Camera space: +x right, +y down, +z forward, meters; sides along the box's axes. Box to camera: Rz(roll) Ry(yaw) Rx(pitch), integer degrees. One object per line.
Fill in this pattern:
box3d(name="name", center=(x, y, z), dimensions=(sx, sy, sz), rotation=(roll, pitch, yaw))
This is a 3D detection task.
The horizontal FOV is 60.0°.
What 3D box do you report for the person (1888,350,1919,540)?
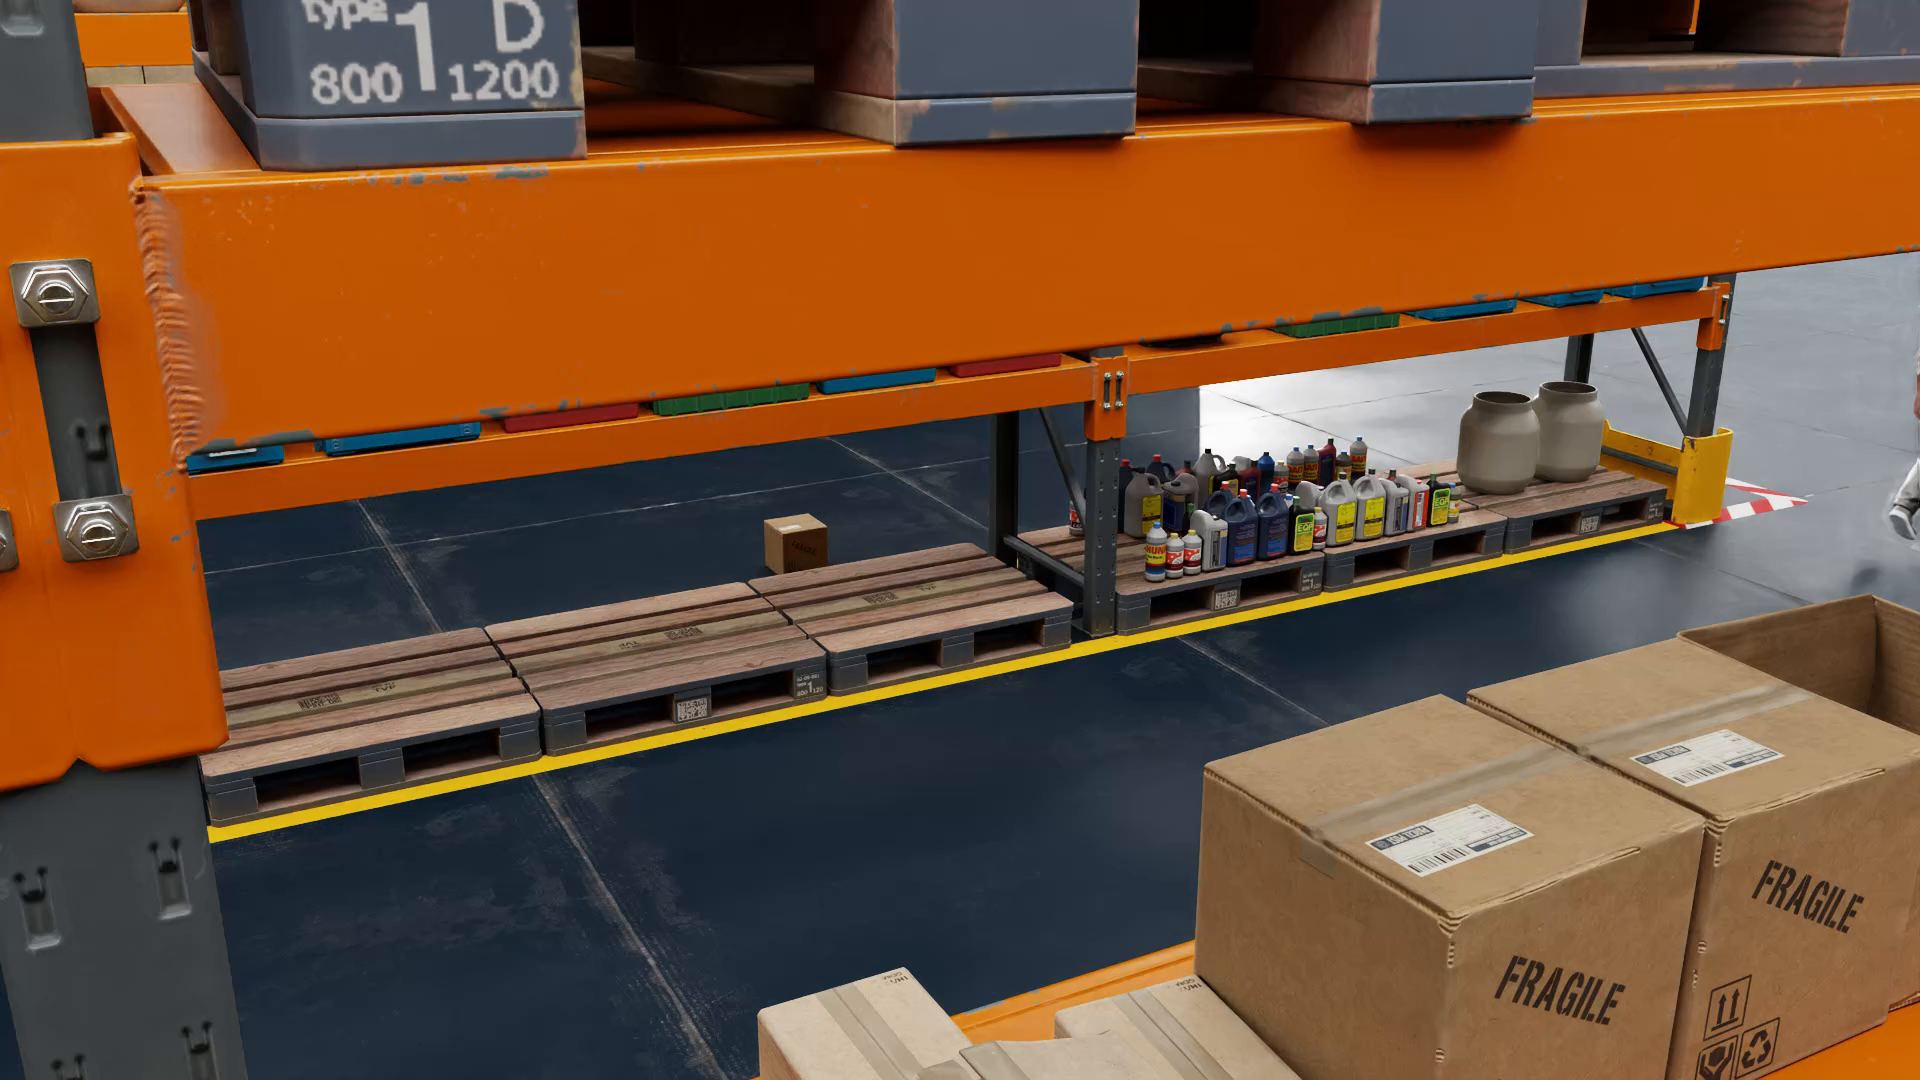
box3d(name="person", center=(5.183, -0.732, 8.652), dimensions=(0.546, 1.583, 0.426), rotation=(-11, 22, -29))
